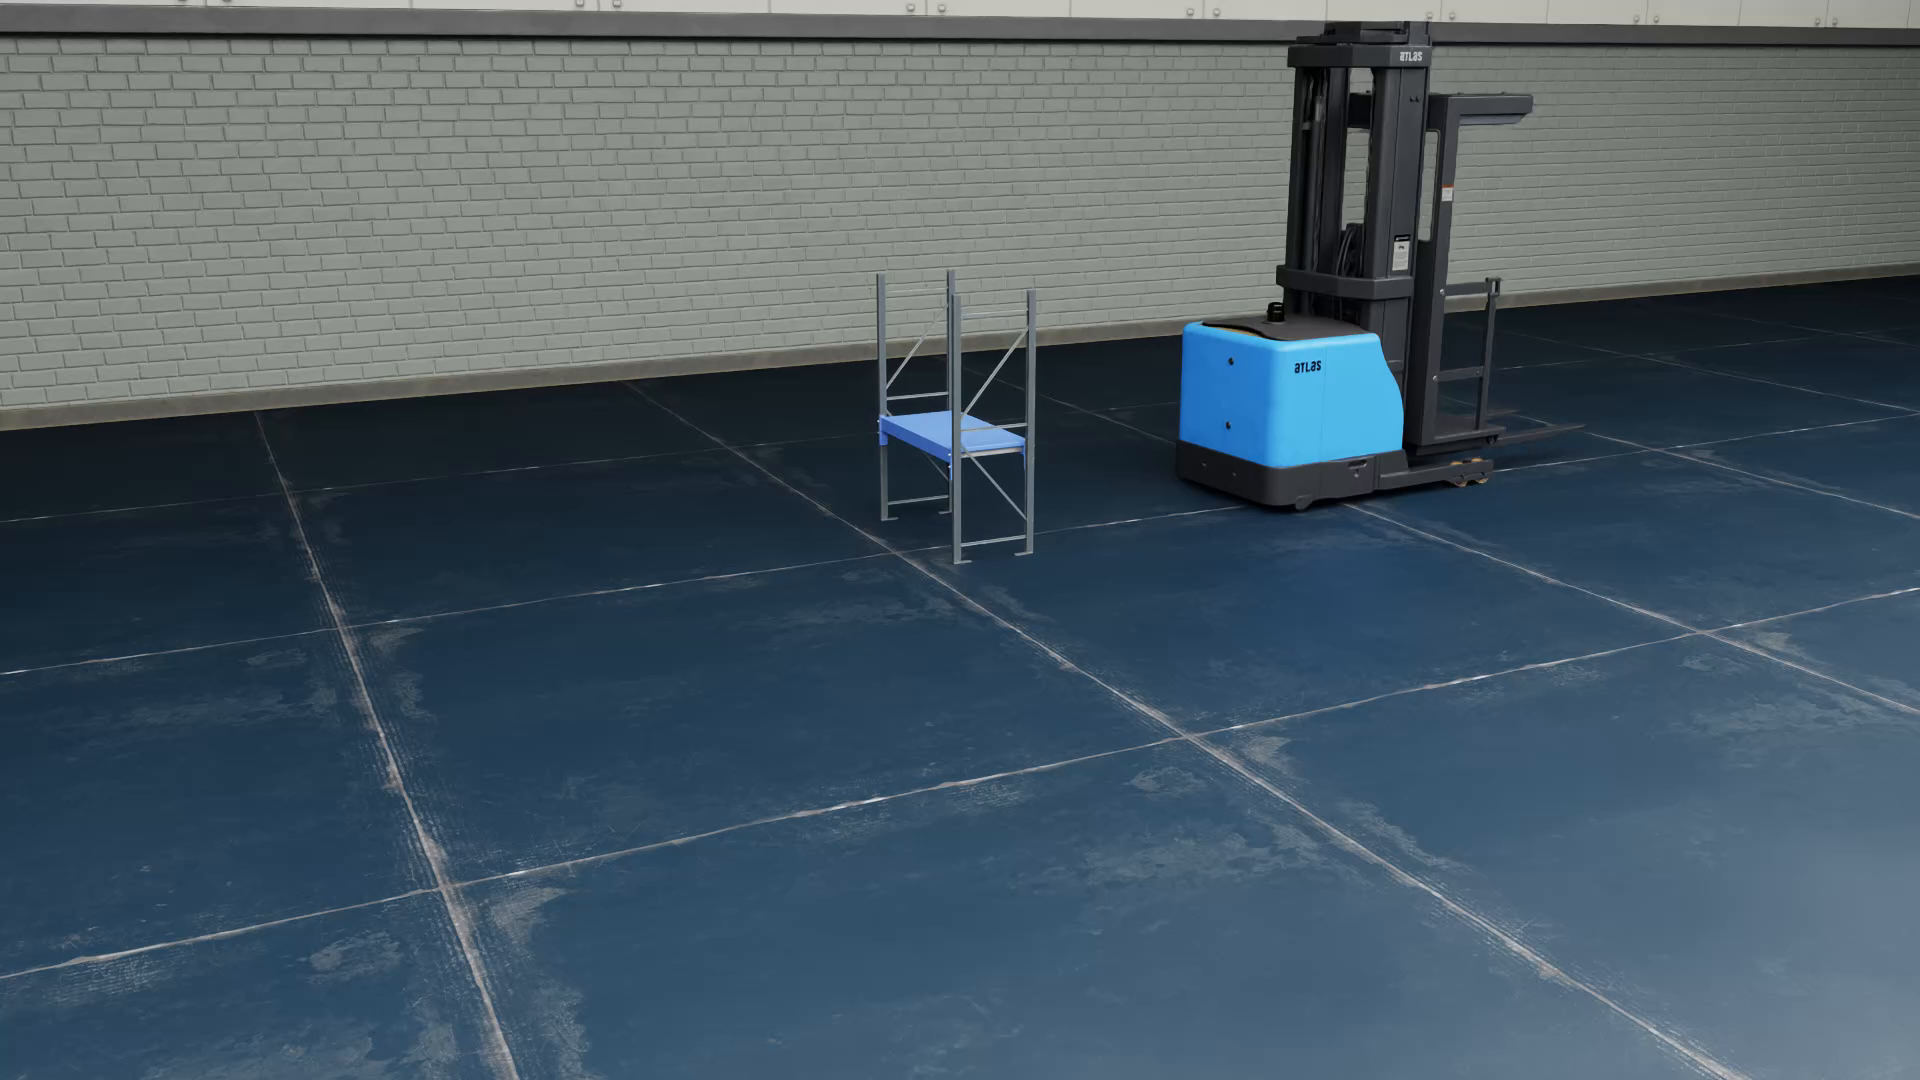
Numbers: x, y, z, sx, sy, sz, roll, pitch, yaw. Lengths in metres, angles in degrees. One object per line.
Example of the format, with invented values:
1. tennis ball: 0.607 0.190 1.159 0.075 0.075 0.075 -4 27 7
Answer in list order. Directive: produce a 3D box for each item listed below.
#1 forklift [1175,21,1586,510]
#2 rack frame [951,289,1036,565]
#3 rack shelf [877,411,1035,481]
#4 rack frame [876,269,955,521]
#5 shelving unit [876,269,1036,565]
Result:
1. forklift: 2.959 -1.874 10.966 3.031 2.935 1.130 -9 18 -29
2. rack frame: 0.185 -0.616 9.178 0.500 1.500 0.032 -8 18 -25
3. rack shelf: -0.037 -0.569 9.667 0.538 0.185 1.000 -8 18 -25
4. rack frame: -0.260 -0.868 10.057 0.500 1.500 0.032 -8 18 -25
5. shelving unit: -0.037 -0.742 9.617 0.538 1.500 1.048 -8 18 -25
